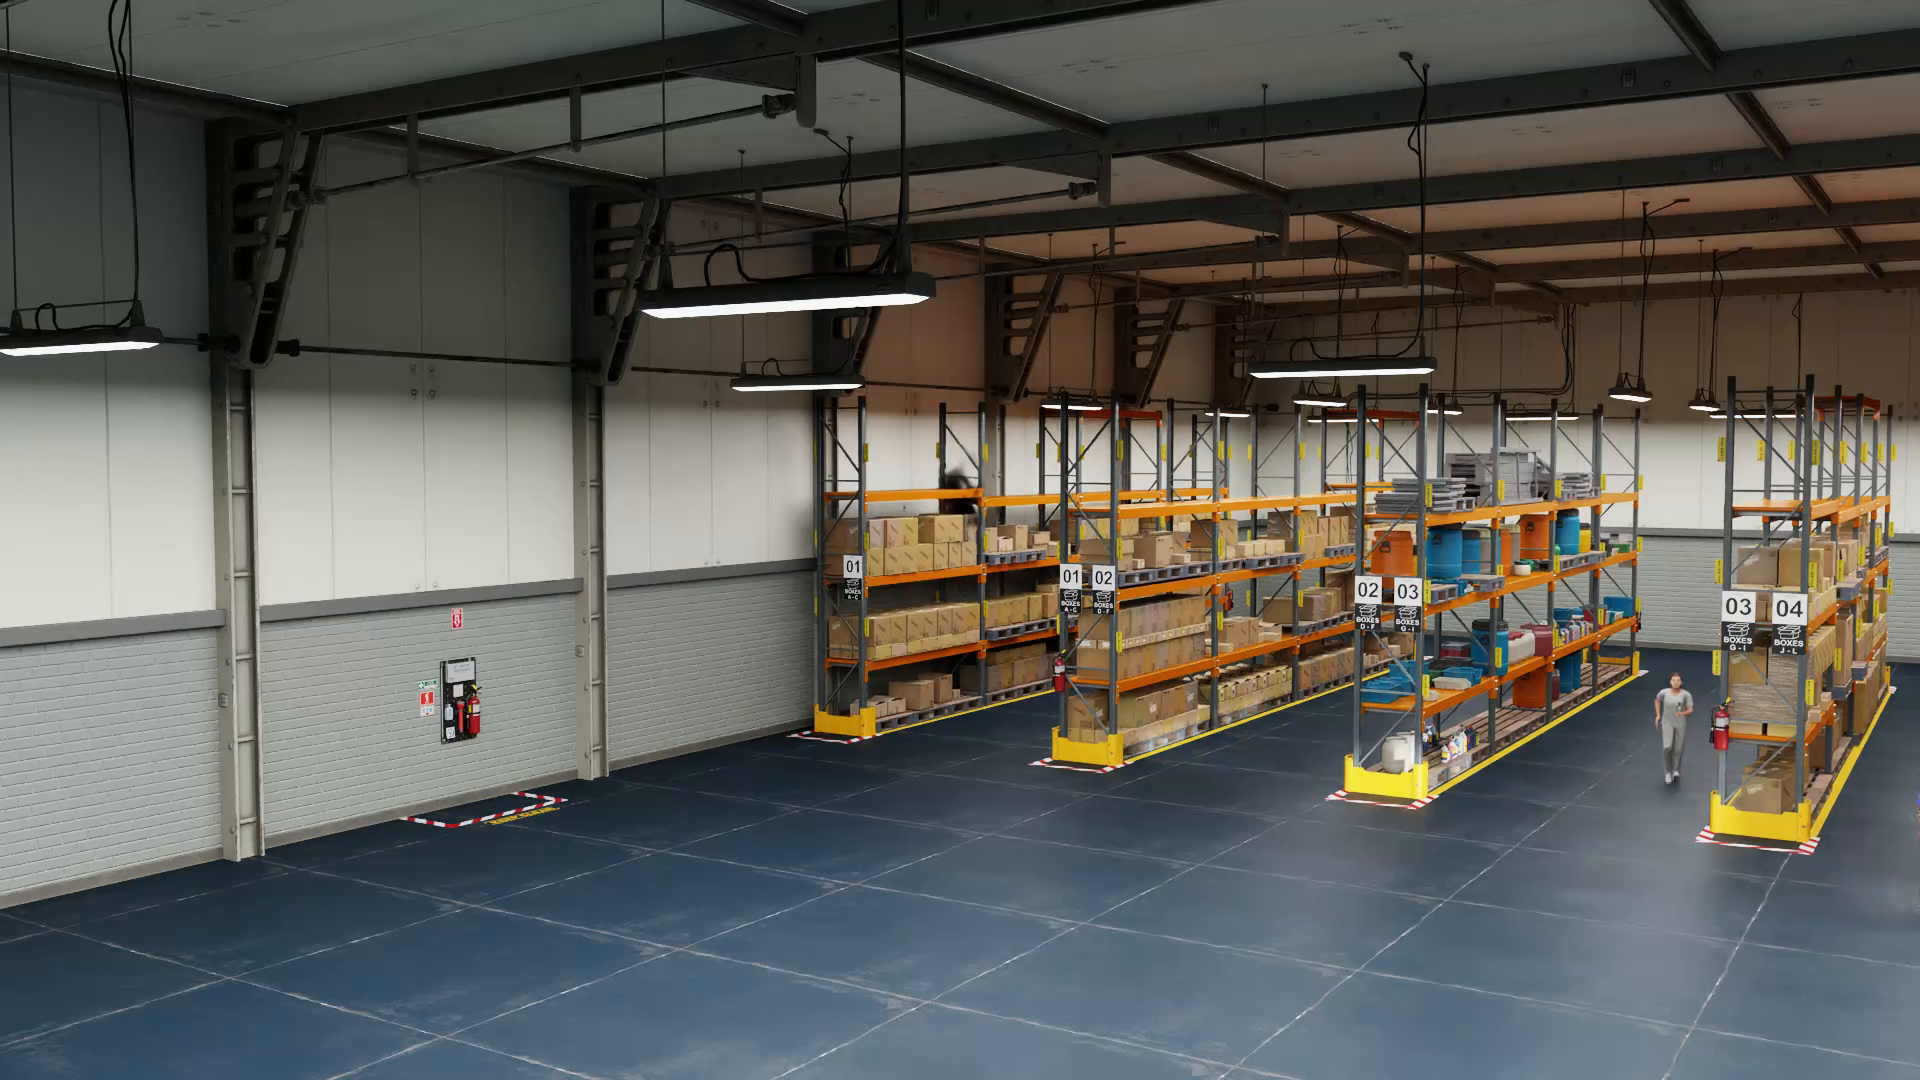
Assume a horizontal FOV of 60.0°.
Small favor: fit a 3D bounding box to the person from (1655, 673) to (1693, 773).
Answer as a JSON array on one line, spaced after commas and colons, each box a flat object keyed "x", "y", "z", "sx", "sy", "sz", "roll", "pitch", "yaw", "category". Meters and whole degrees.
[{"x": 10.816, "y": 2.787, "z": 25.192, "sx": 0.527, "sy": 1.569, "sz": 0.773, "roll": 1, "pitch": 3, "yaw": 22, "category": "person"}]
